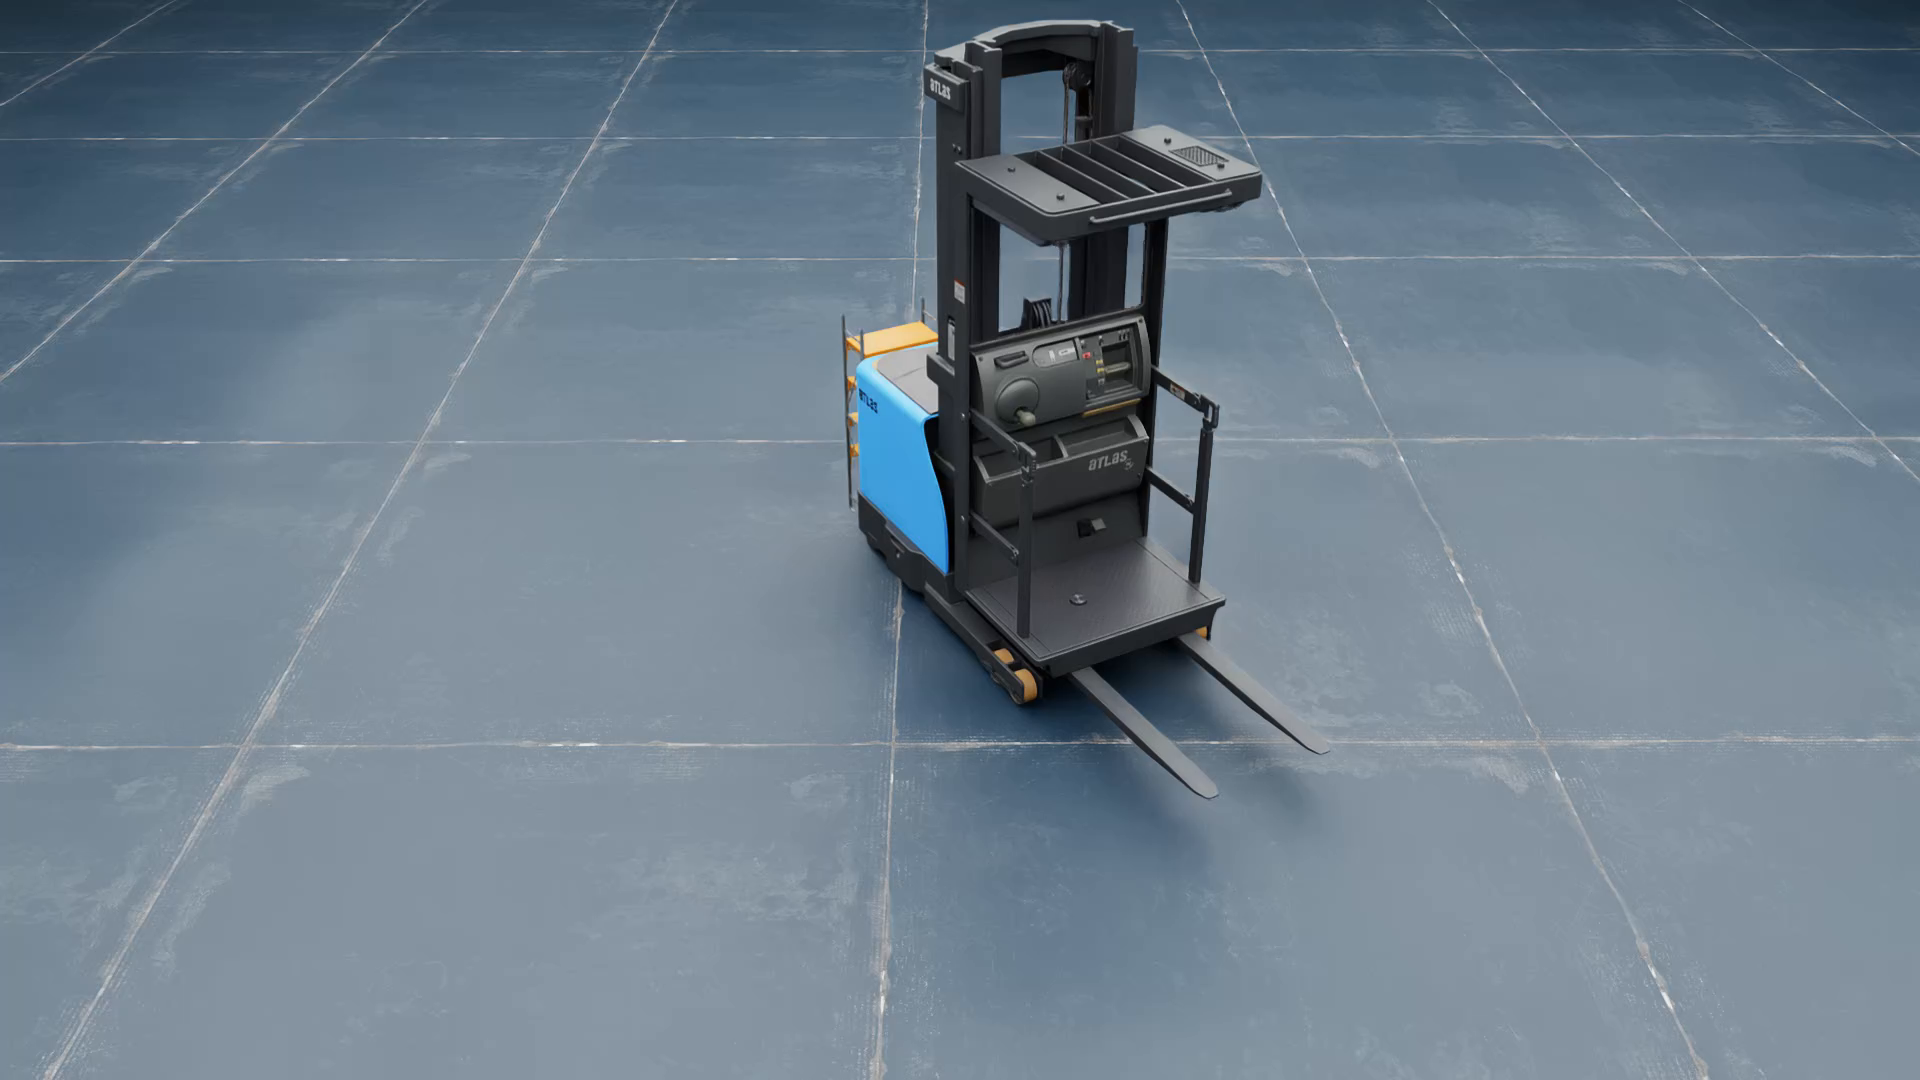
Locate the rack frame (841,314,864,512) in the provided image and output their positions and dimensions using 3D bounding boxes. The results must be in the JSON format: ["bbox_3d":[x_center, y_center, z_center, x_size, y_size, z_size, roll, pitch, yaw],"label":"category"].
[{"bbox_3d":[-0.574,-0.644,9.155,0.015,1.200,0.240,-17,35,-25],"label":"rack frame"}]

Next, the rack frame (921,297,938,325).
[{"bbox_3d":[-0.150,-0.770,9.363,0.015,1.200,0.240,-17,35,-25],"label":"rack frame"}]

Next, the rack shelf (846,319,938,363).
[{"bbox_3d":[-0.362,-1.043,9.055,0.480,0.148,0.258,-17,35,-25],"label":"rack shelf"}]

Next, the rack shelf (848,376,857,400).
[{"bbox_3d":[-0.362,-0.841,9.178,0.480,0.148,0.258,-17,35,-25],"label":"rack shelf"}]

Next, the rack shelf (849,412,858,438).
[{"bbox_3d":[-0.362,-0.650,9.294,0.480,0.148,0.258,-17,35,-25],"label":"rack shelf"}]

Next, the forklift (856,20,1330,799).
[{"bbox_3d":[0.597,-0.740,7.643,1.130,2.935,3.031,-16,35,-25],"label":"forklift"}]

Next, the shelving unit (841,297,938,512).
[{"bbox_3d":[-0.362,-0.707,9.259,0.503,1.200,0.258,-17,35,-25],"label":"shelving unit"}]

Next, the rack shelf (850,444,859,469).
[{"bbox_3d":[-0.362,-0.480,9.397,0.480,0.148,0.258,-17,35,-25],"label":"rack shelf"}]
